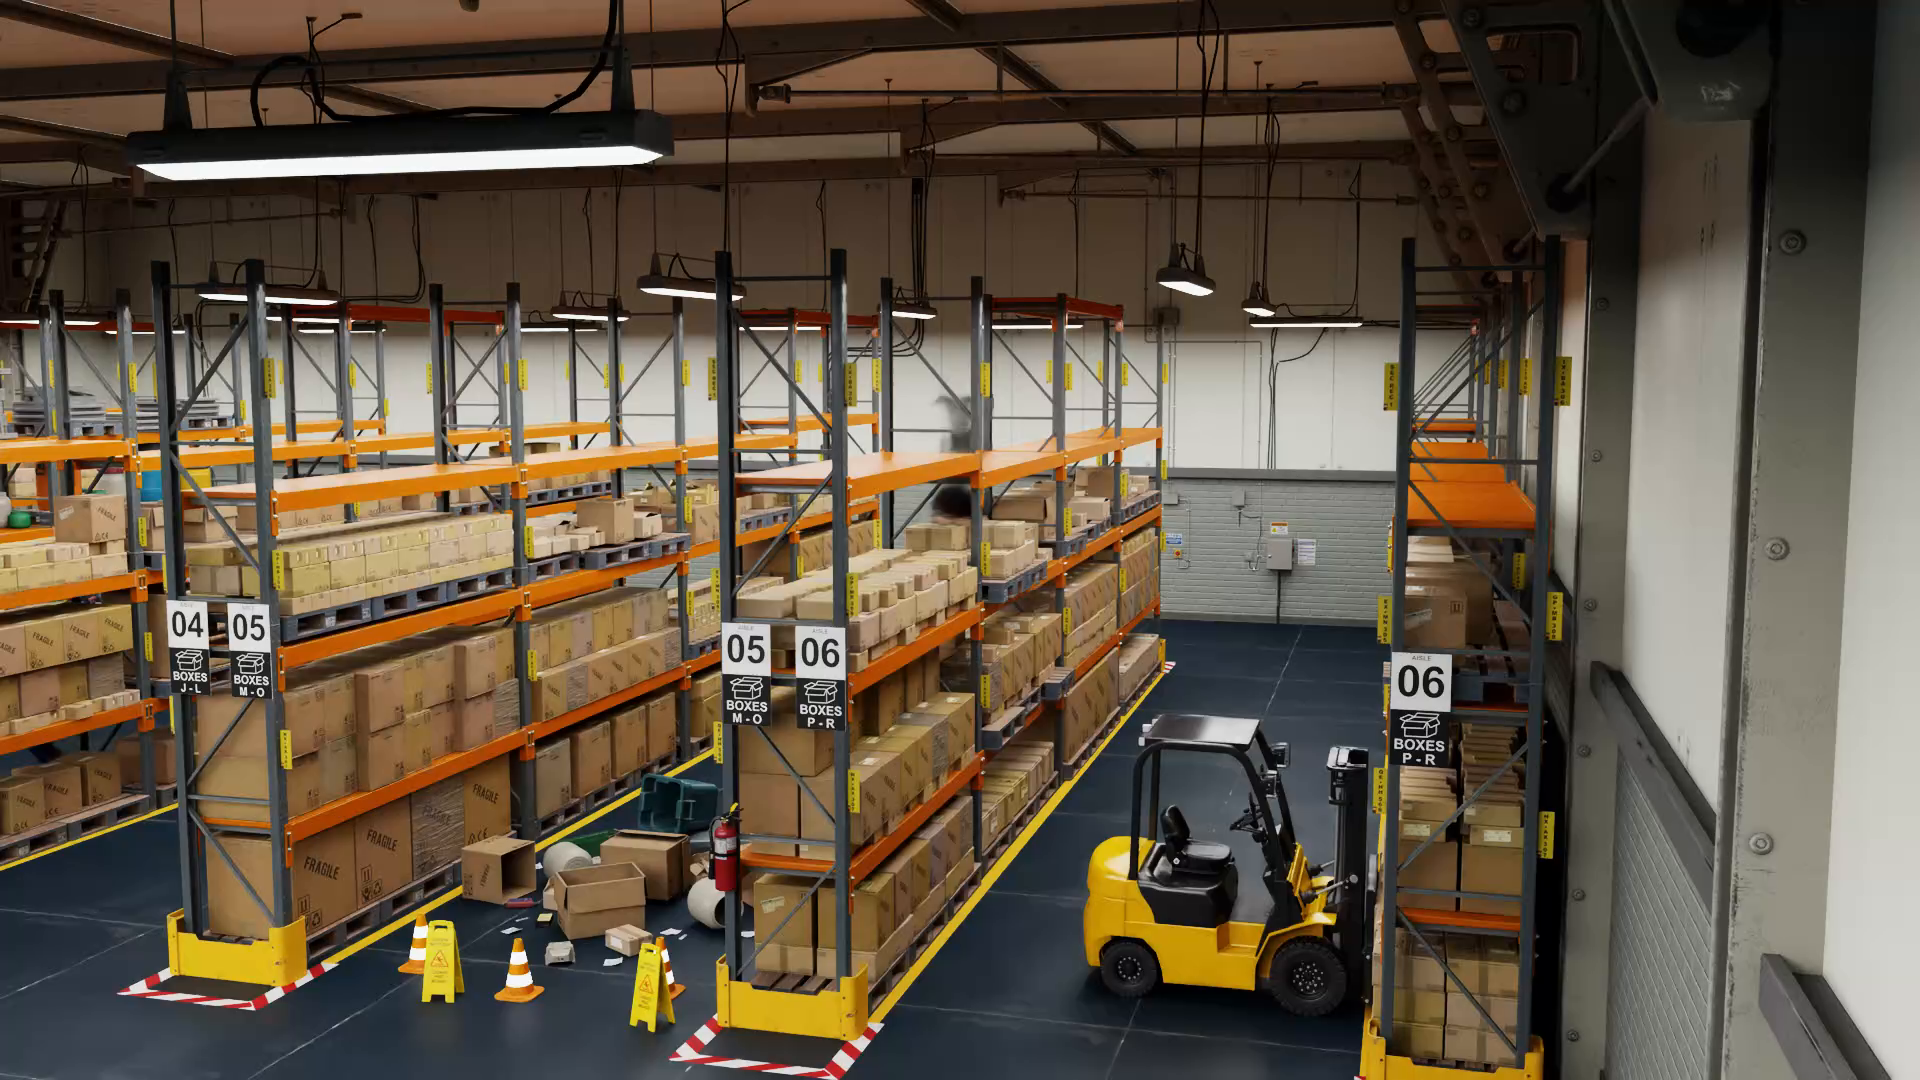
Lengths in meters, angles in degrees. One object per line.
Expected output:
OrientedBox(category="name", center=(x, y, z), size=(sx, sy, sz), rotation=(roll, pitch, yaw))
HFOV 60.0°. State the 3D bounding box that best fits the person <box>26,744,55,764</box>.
OrientedBox(category="person", center=(-11.593, 2.162, 20.780), size=(0.584, 1.603, 0.632), rotation=(2, 6, 16))
